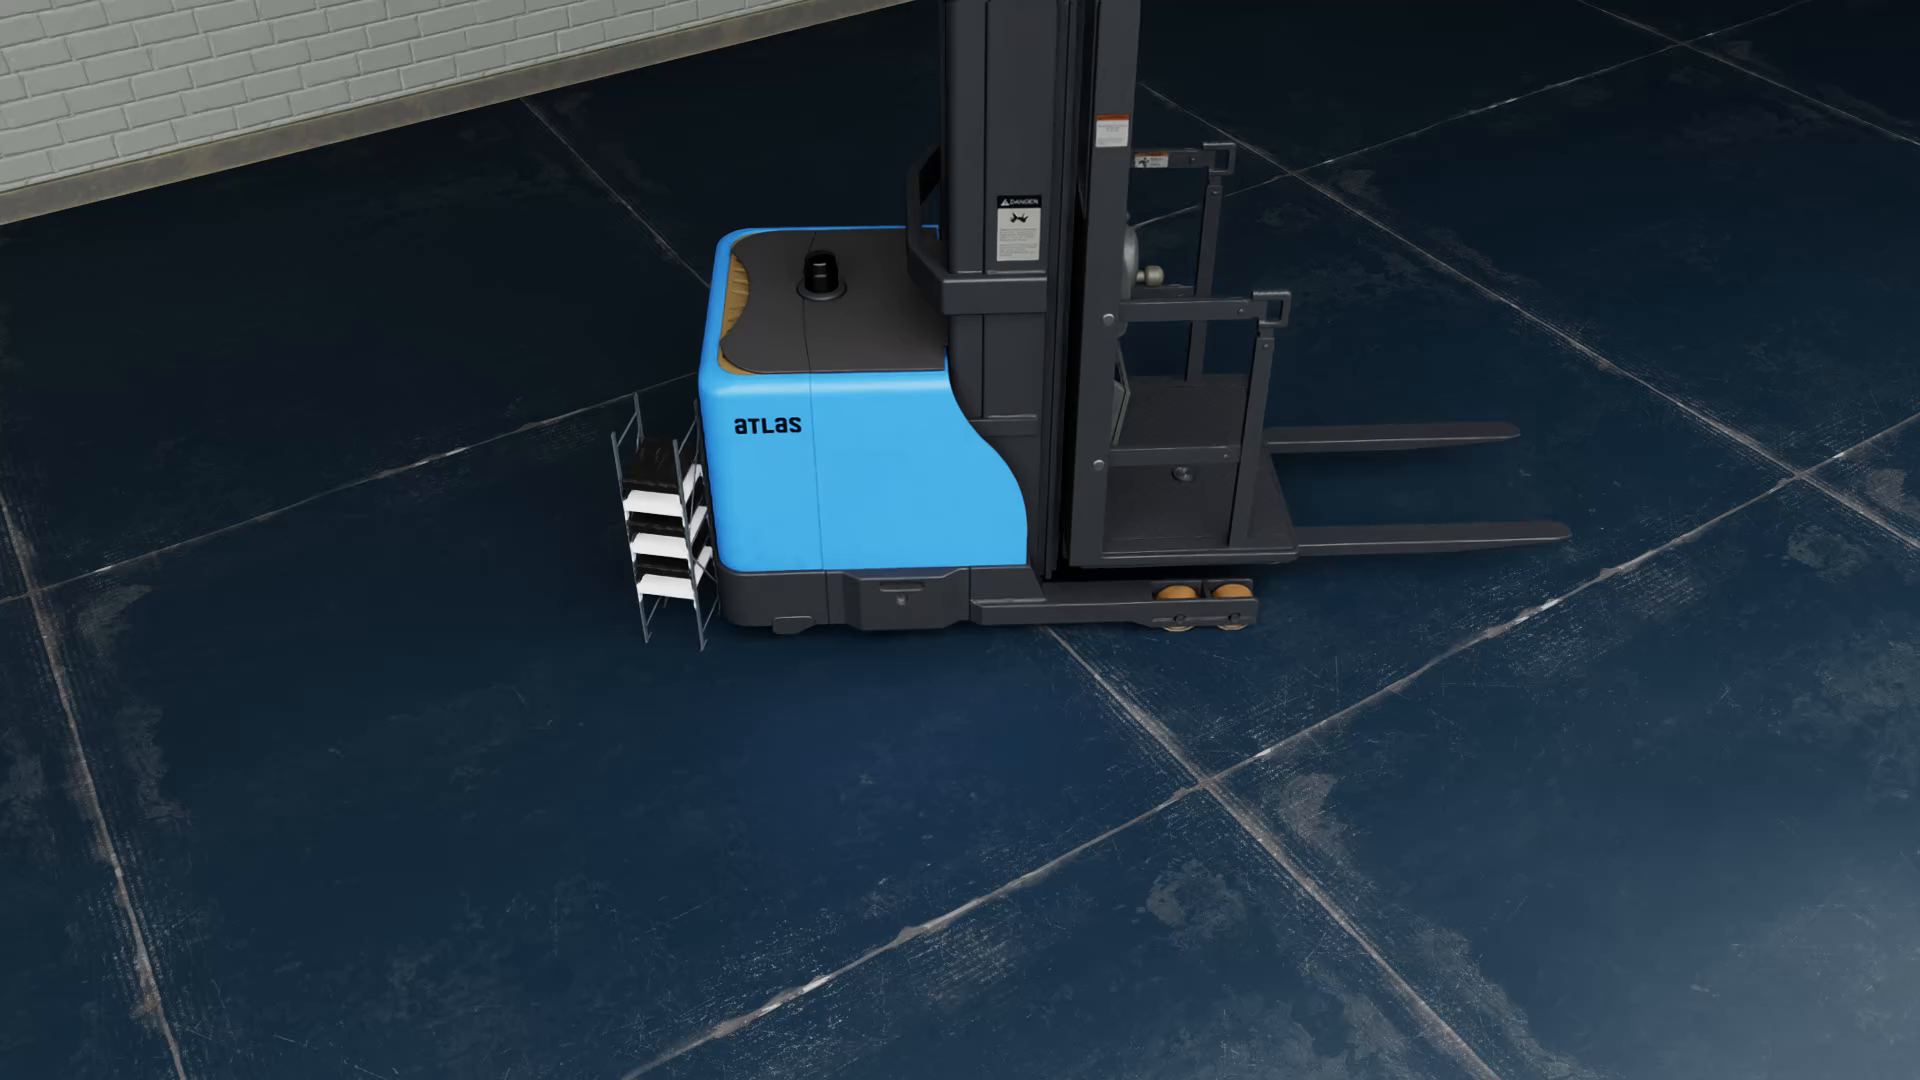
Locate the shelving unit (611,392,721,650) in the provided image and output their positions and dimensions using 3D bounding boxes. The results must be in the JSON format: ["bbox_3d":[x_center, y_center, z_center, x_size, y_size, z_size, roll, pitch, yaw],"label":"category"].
[{"bbox_3d":[-0.976,-0.049,5.606,0.210,0.900,0.258,7,40,8],"label":"shelving unit"}]

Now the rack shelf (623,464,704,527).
[{"bbox_3d":[-0.976,-0.162,5.512,0.200,0.077,0.258,7,40,8],"label":"rack shelf"}]

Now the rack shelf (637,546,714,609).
[{"bbox_3d":[-0.976,0.115,5.742,0.200,0.077,0.258,7,40,8],"label":"rack shelf"}]

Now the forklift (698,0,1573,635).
[{"bbox_3d":[0.657,-1.142,5.331,3.031,2.935,1.130,-2,40,-2],"label":"forklift"}]

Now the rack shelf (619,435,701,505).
[{"bbox_3d":[-0.976,-0.231,5.454,0.200,0.077,0.258,7,40,8],"label":"rack shelf"}]

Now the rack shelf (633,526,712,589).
[{"bbox_3d":[-0.976,0.046,5.685,0.200,0.077,0.258,7,40,8],"label":"rack shelf"}]

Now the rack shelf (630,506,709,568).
[{"bbox_3d":[-0.976,-0.023,5.627,0.200,0.077,0.258,7,40,8],"label":"rack shelf"}]

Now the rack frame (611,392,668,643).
[{"bbox_3d":[-1.076,-0.060,5.620,0.006,0.900,0.240,7,40,8],"label":"rack frame"}]

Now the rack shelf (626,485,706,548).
[{"bbox_3d":[-0.976,-0.092,5.570,0.200,0.077,0.258,7,40,8],"label":"rack shelf"}]

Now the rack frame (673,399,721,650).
[{"bbox_3d":[-0.876,-0.037,5.592,0.006,0.900,0.240,7,40,8],"label":"rack frame"}]
